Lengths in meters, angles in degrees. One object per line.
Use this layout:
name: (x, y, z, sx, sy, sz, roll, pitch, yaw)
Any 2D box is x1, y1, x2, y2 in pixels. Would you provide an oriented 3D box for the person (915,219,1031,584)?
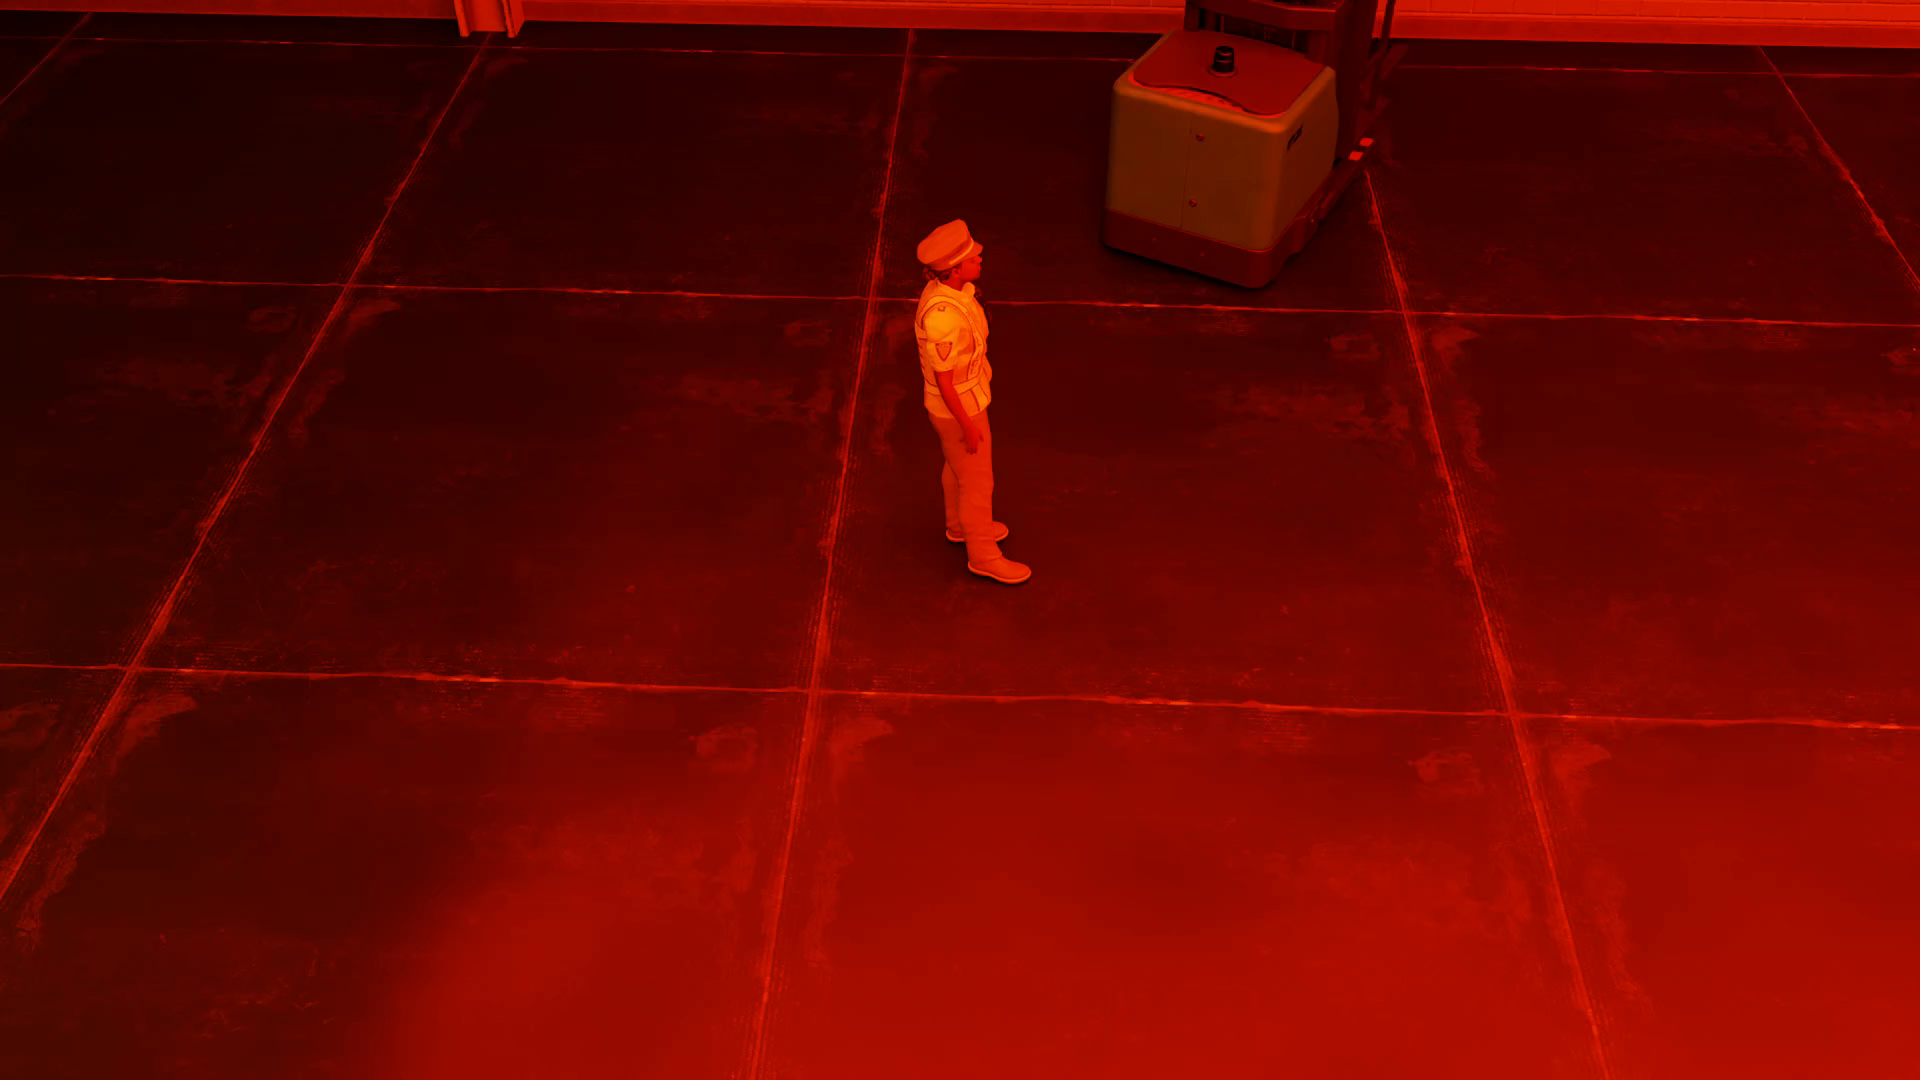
person: (0.074, -0.616, 7.323, 0.528, 1.697, 0.570, 2, 42, 2)

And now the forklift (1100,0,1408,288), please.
forklift: (1.986, -3.483, 9.558, 1.130, 2.935, 3.031, 21, 46, 21)
